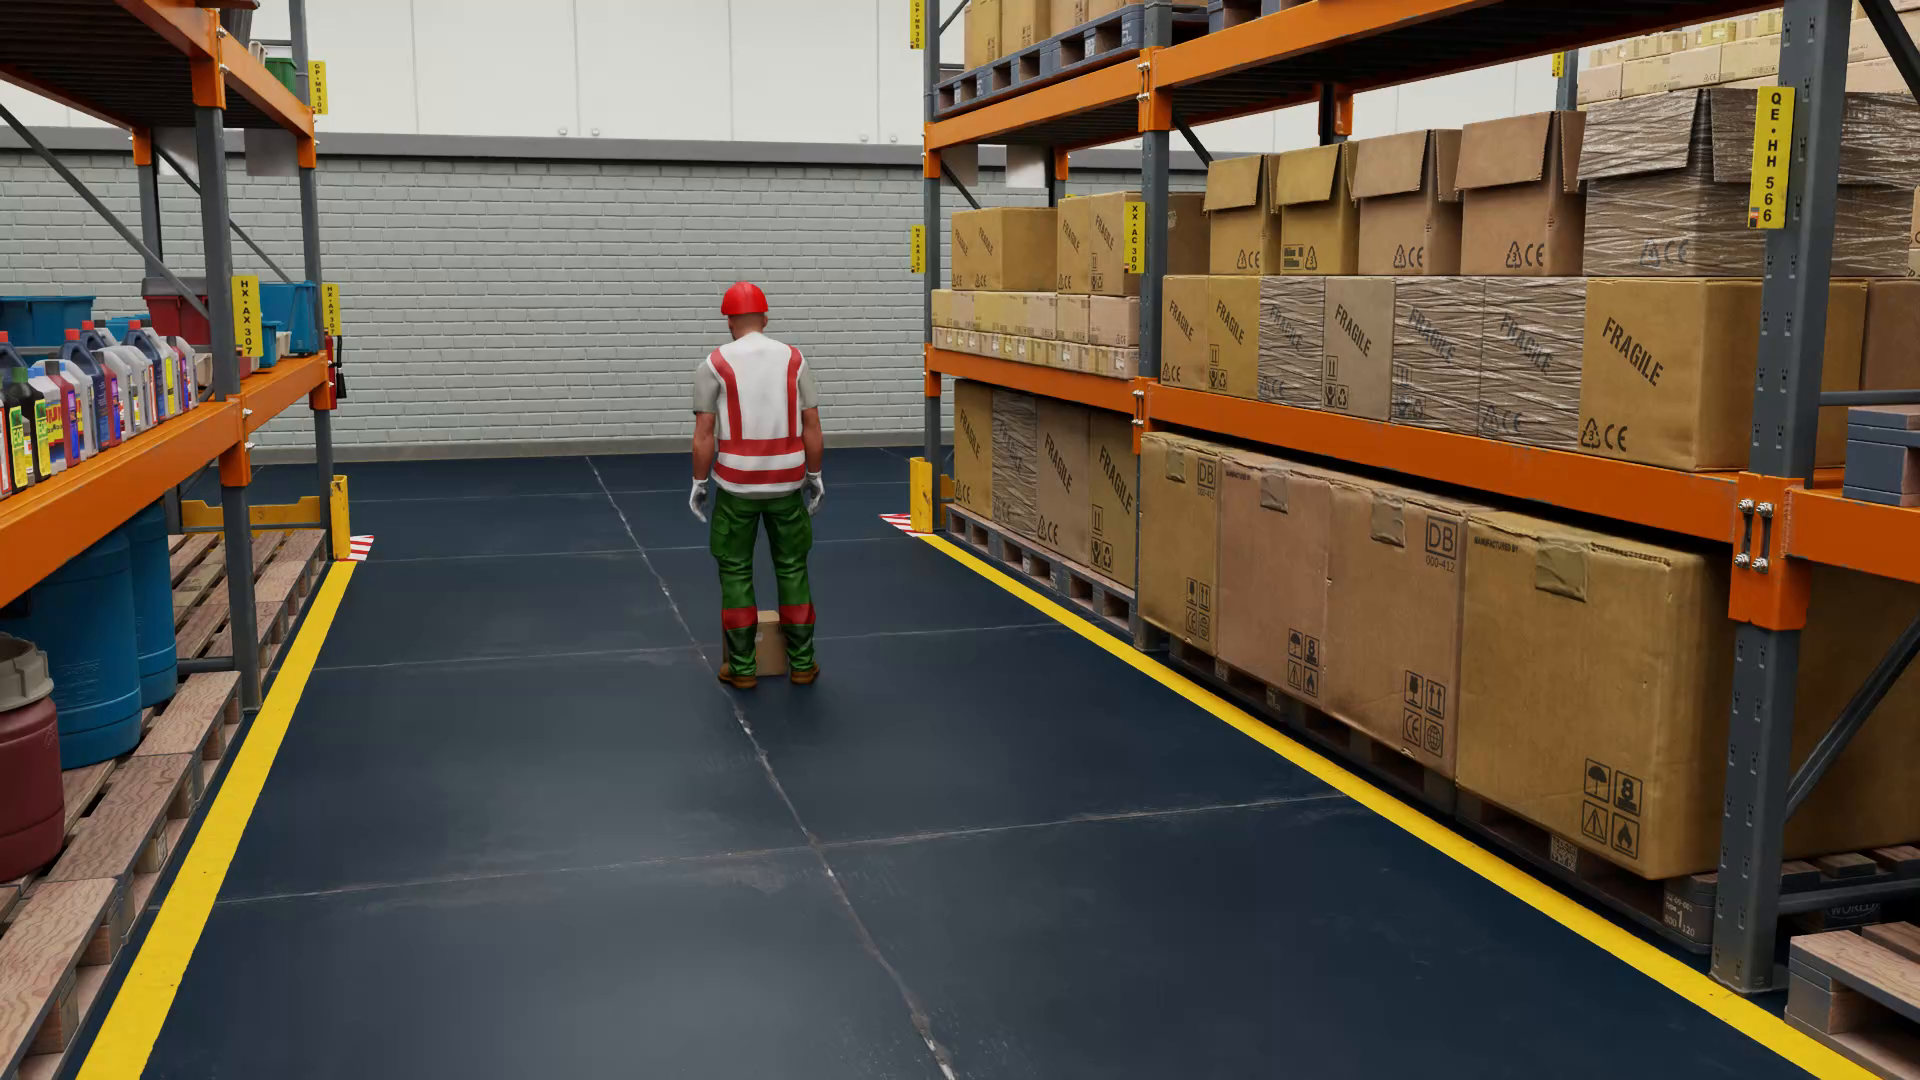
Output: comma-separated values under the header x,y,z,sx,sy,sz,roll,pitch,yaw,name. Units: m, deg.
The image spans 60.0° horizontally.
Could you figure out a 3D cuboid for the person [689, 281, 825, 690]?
x,y,z,sx,sy,sz,roll,pitch,yaw,name
-0.891,-0.240,7.323,0.611,1.778,0.451,-3,10,-19,person
